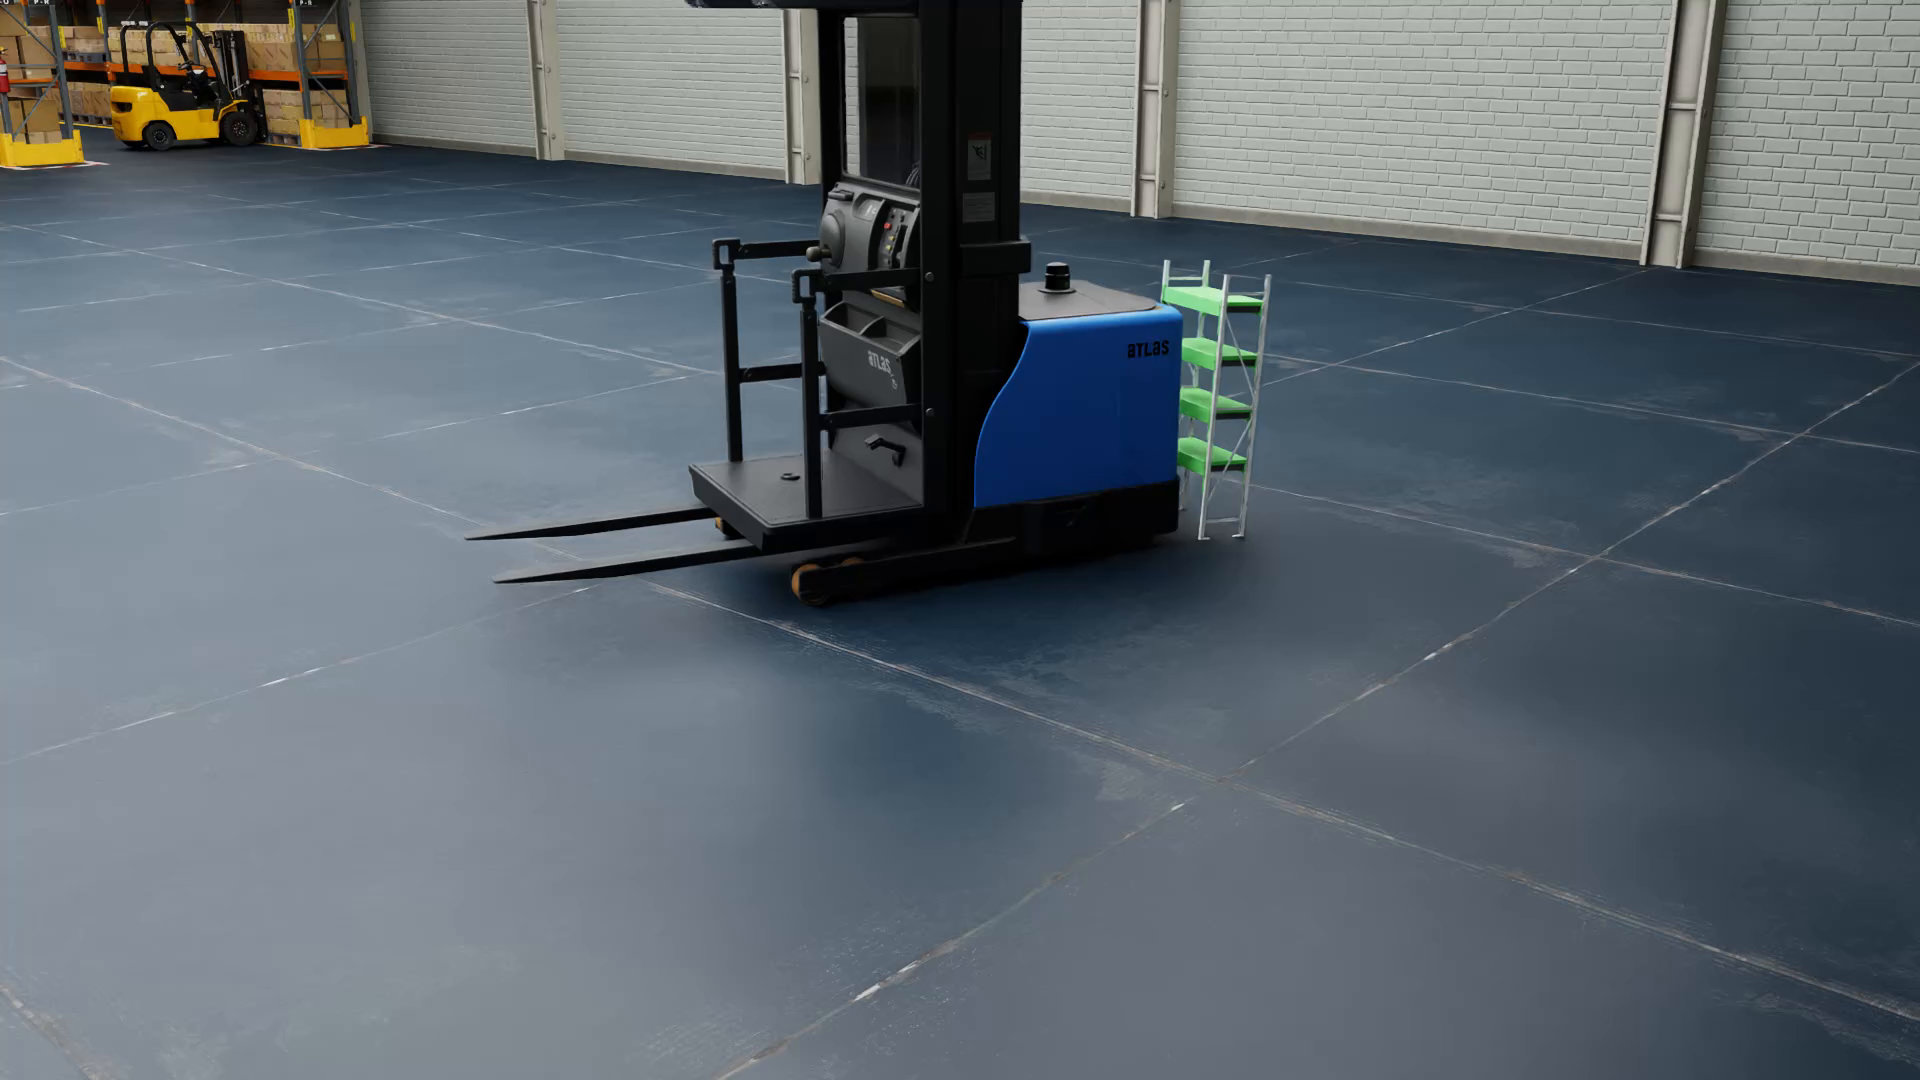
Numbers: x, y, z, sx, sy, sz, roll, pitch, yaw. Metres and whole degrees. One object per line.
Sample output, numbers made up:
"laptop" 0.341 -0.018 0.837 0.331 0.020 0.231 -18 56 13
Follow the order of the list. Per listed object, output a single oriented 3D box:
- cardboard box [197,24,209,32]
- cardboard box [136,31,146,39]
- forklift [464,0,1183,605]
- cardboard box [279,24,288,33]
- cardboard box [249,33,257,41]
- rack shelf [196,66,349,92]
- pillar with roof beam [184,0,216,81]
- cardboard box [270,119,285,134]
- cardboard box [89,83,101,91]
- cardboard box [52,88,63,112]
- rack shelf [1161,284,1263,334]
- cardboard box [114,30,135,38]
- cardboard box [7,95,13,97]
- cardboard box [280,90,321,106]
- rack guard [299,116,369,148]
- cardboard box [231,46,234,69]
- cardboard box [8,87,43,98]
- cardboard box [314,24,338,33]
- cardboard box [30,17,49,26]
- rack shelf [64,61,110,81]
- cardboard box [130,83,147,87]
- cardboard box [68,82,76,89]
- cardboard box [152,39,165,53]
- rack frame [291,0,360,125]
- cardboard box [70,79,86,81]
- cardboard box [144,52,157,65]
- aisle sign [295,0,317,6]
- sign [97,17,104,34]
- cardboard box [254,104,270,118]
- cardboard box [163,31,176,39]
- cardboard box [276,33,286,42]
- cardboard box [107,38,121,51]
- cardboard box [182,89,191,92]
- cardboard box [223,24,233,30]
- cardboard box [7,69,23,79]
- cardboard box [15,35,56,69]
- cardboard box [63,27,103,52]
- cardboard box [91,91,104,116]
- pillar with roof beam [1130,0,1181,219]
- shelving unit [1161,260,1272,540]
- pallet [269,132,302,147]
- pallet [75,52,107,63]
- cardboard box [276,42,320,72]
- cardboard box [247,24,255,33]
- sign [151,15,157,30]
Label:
"cardboard box" -14.222 -9.709 31.518 0.250 0.149 0.380 16 23 40
"cardboard box" -16.240 -10.115 33.286 0.250 0.149 0.380 16 23 40
"forklift" -0.566 -1.314 6.908 3.031 2.935 1.130 -8 19 -25
"cardboard box" -11.885 -9.104 29.611 0.250 0.149 0.380 15 23 39
"cardboard box" -12.693 -9.154 30.259 0.250 0.149 0.380 15 23 40
"rack shelf" -12.768 -8.598 30.933 4.000 0.370 1.077 15 23 39
"pillar with roof beam" -18.540 -11.973 30.461 0.400 9.000 9.100 15 23 39
"cardboard box" -12.199 -7.553 30.304 0.500 0.250 0.500 15 23 39
"cardboard box" -18.353 -9.679 35.516 0.250 0.149 0.380 16 24 41
"cardboard box" -19.630 -9.704 36.669 0.500 0.500 0.500 15 23 39
"rack shelf" 1.147 -1.051 7.541 0.258 0.148 0.480 -5 18 -25
"cardboard box" -17.012 -10.318 33.927 0.250 0.149 0.380 16 23 40
"cardboard box" -16.171 -7.203 27.962 0.500 0.500 0.500 17 24 42
"cardboard box" -11.823 -7.927 29.829 0.500 0.250 0.500 16 24 41
"rack guard" -11.254 -7.343 29.921 0.348 0.500 1.175 15 23 39
"cardboard box" -13.325 -9.039 30.970 0.500 0.500 0.500 15 23 39
"cardboard box" -21.454 -10.227 38.316 0.500 0.500 0.700 14 22 37
"cardboard box" -11.381 -9.153 29.765 0.250 0.149 0.380 14 23 38
"cardboard box" -21.184 -11.735 38.147 0.500 0.500 0.500 14 23 38
"rack shelf" -18.751 -10.204 35.994 4.000 0.370 1.077 15 23 39
"cardboard box" -17.439 -9.638 35.389 0.250 0.149 0.380 17 24 42
"cardboard box" -19.137 -9.886 36.169 0.250 0.149 0.380 16 24 41
"cardboard box" -15.569 -9.755 32.813 0.500 0.250 0.500 16 23 40
"rack frame" -11.272 -8.539 29.559 0.127 3.000 1.000 15 23 39
"cardboard box" -19.781 -10.258 37.340 0.250 0.149 0.380 14 22 37
"cardboard box" -15.936 -9.621 33.216 0.500 0.250 0.500 16 24 41
"aisle sign" -11.418 -9.698 28.914 0.004 0.787 0.394 15 23 39
"sign" -17.609 -10.535 34.064 0.005 0.325 0.100 15 23 39
"cardboard box" -12.612 -7.896 30.557 0.500 0.250 0.500 14 23 38
"cardboard box" -15.304 -9.849 32.448 0.250 0.149 0.380 14 22 38
"cardboard box" -11.928 -8.946 29.605 0.250 0.149 0.380 16 23 40
"cardboard box" -17.102 -10.162 34.094 0.500 0.250 0.500 15 23 39
"cardboard box" -15.237 -8.670 33.203 0.625 0.625 0.875 15 23 39
"cardboard box" -13.433 -9.507 30.881 0.250 0.149 0.380 15 23 38
"cardboard box" -14.986 -7.322 26.140 0.250 0.149 0.380 16 24 41
"cardboard box" -14.734 -7.762 26.455 0.500 0.500 0.500 15 23 38
"cardboard box" -18.599 -10.680 35.442 0.637 0.503 0.797 14 23 38
"cardboard box" -18.082 -9.293 35.373 0.500 0.500 0.500 15 23 38
"pillar with roof beam" -0.589 -7.154 15.277 0.400 9.000 9.100 15 23 39
"shelving unit" 1.124 -0.652 7.656 0.258 1.200 0.503 -5 18 -25
"pallet" -11.872 -7.354 30.434 1.213 0.211 1.003 15 23 39
"pallet" -17.809 -10.174 35.028 1.003 0.211 1.213 15 23 39
"cardboard box" -11.814 -8.626 29.668 0.500 0.500 0.500 14 23 38
"cardboard box" -12.701 -9.295 30.213 0.250 0.149 0.380 16 23 40
"sign" -16.889 -10.823 34.843 0.005 0.325 0.100 15 23 39
